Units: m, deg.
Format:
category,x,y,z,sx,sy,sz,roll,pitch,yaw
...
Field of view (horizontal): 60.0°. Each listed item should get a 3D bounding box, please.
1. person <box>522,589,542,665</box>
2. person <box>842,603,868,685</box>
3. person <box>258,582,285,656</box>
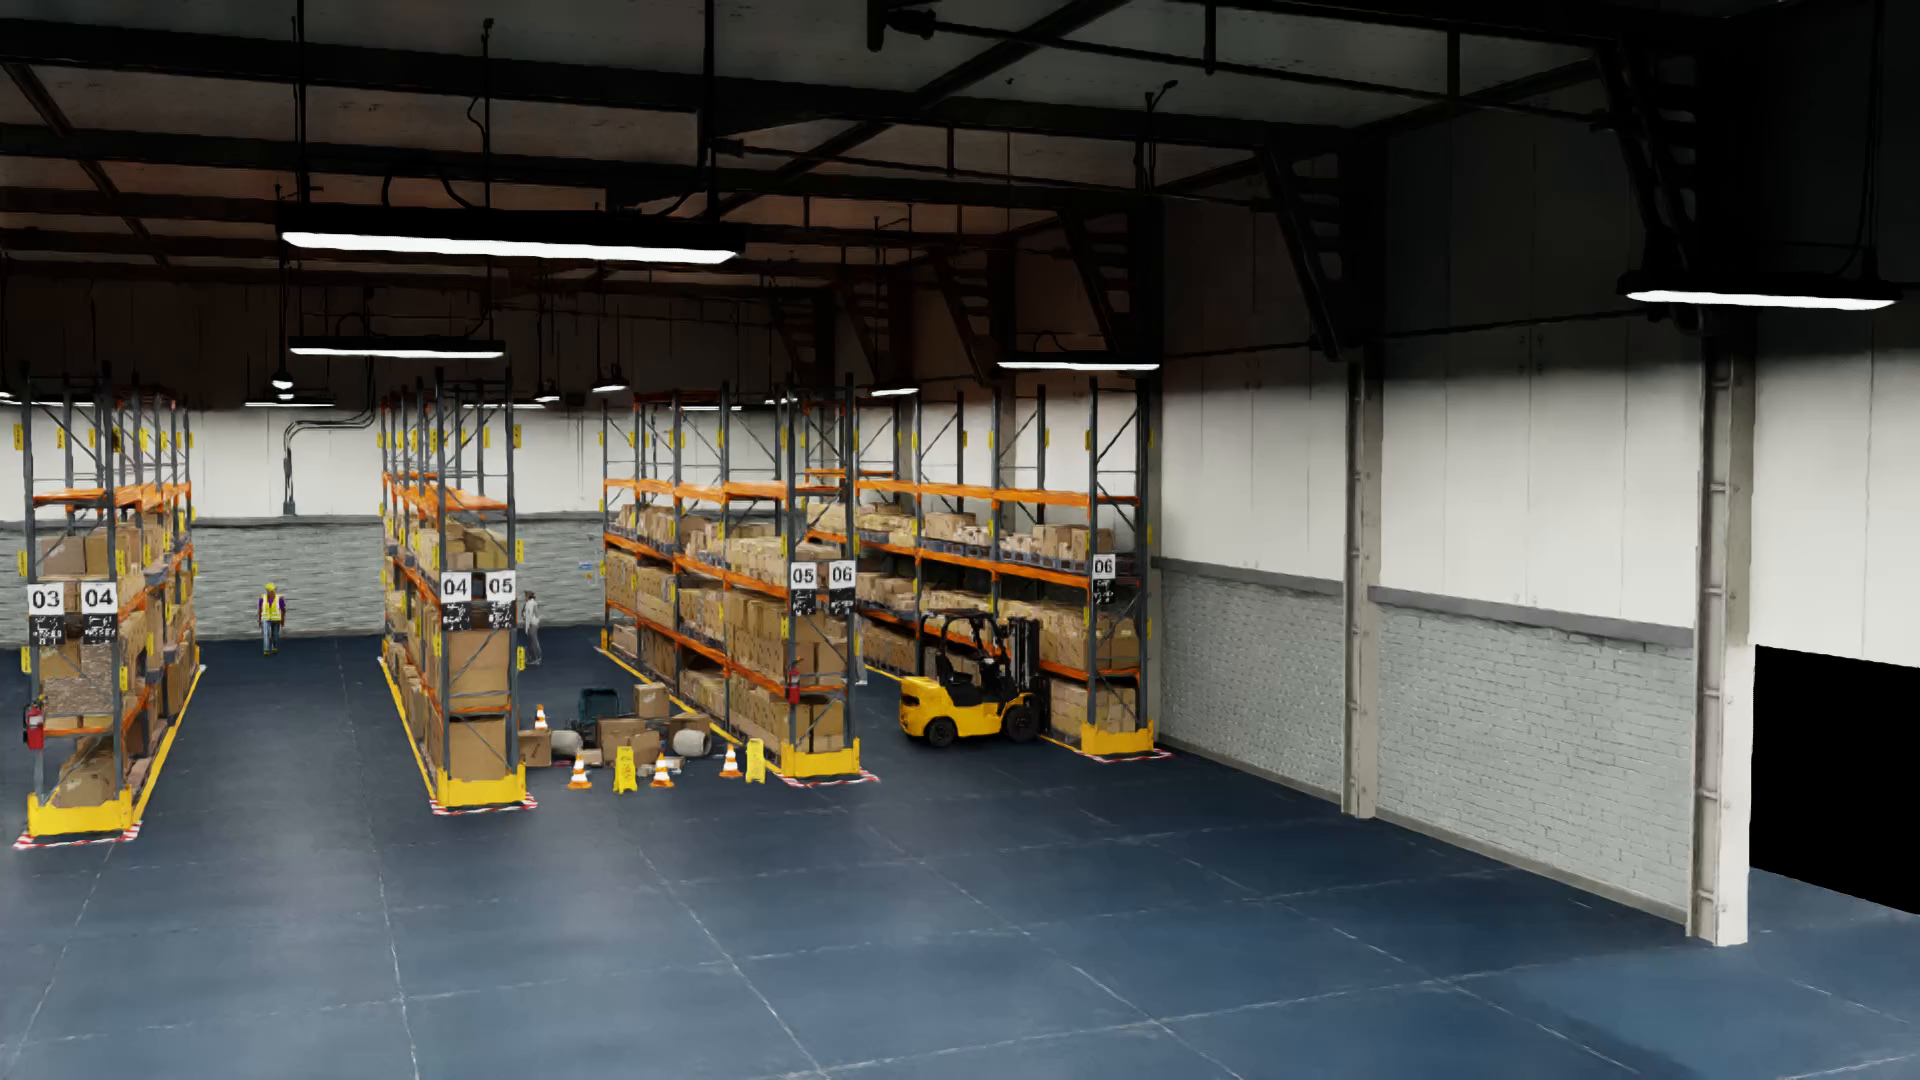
category,x,y,z,sx,sy,sz,roll,pitch,yaw
person,-9.570,1.931,37.043,0.528,1.660,0.565,0,3,-4
person,-2.161,2.108,33.986,0.575,1.665,0.576,0,3,2
person,-15.983,1.825,38.622,0.575,1.689,1.128,-2,4,-24
